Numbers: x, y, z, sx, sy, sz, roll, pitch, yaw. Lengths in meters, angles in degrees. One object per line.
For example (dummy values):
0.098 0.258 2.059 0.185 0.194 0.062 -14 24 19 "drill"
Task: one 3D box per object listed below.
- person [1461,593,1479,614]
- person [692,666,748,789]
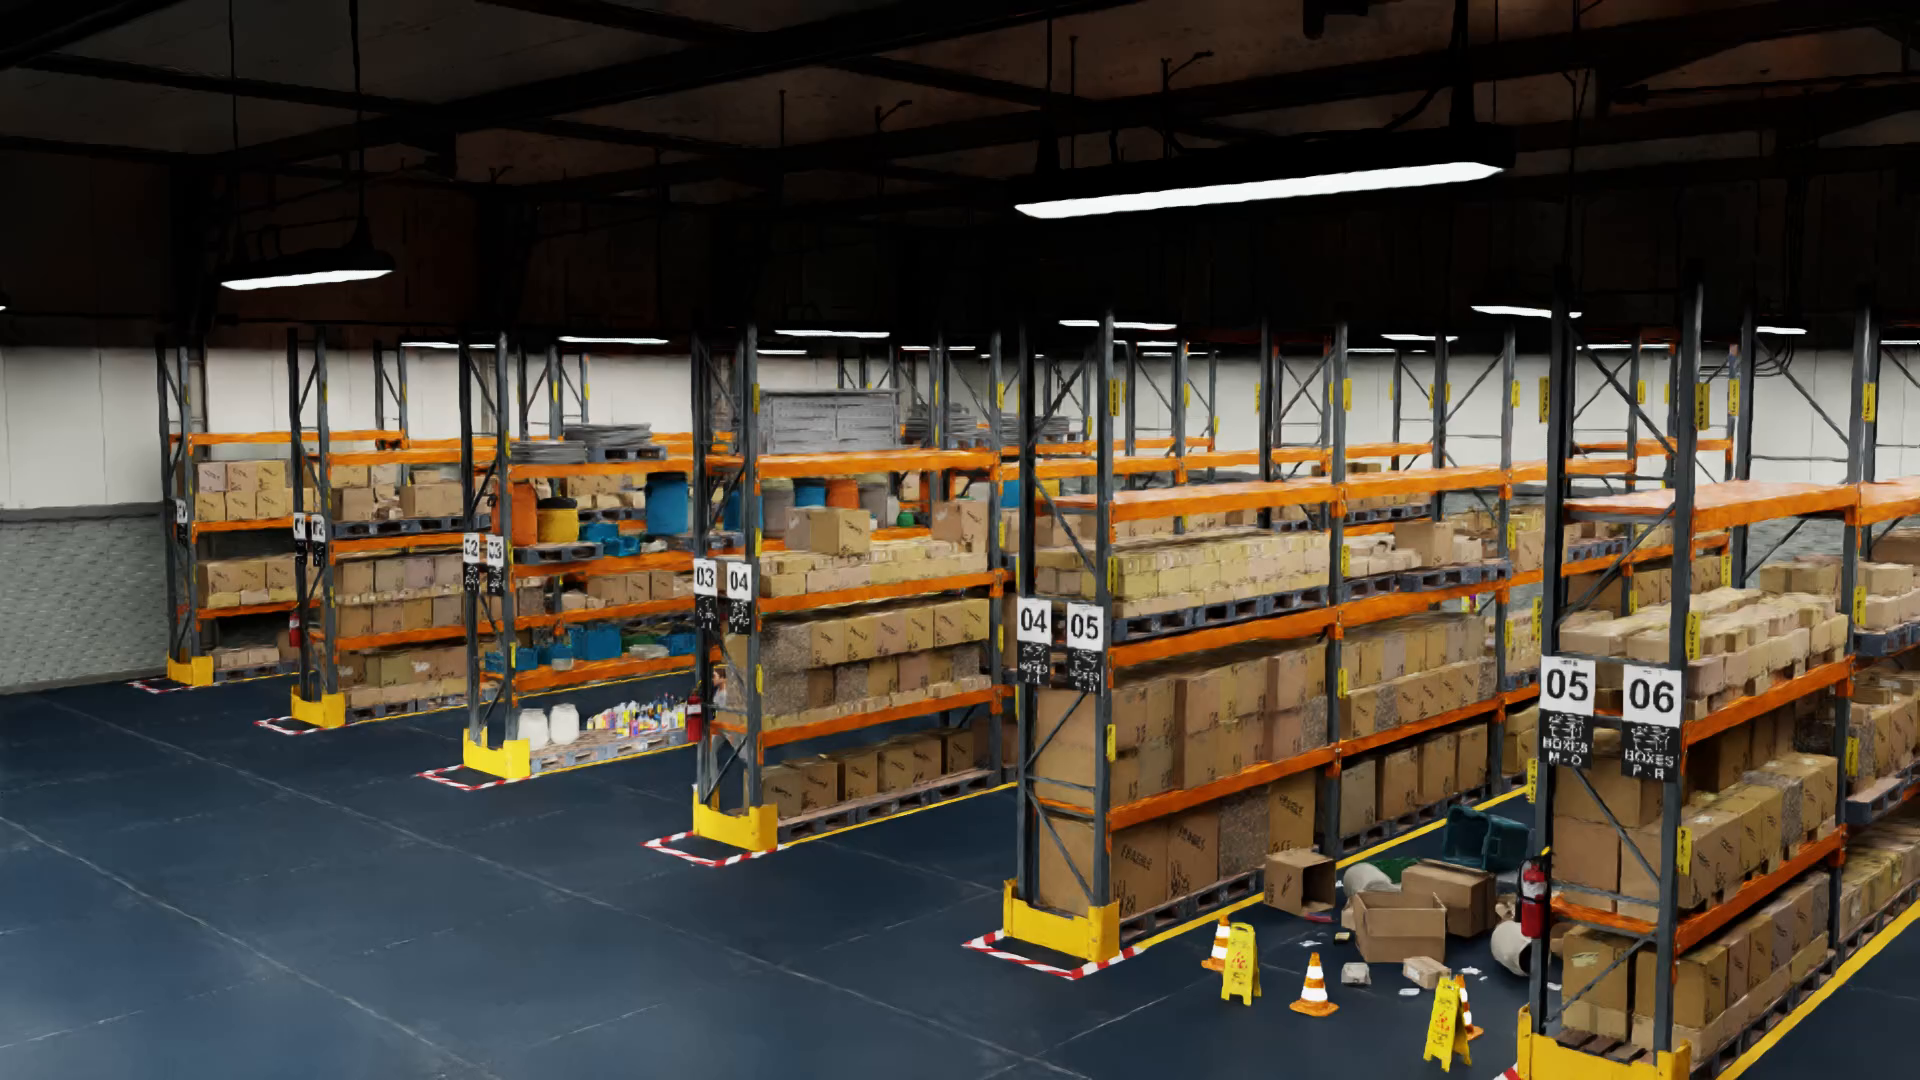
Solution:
9.656 1.363 31.272 0.540 1.759 0.658 1 6 14 "person"
-2.898 2.385 21.060 0.954 1.609 0.494 -3 6 -26 "person"
